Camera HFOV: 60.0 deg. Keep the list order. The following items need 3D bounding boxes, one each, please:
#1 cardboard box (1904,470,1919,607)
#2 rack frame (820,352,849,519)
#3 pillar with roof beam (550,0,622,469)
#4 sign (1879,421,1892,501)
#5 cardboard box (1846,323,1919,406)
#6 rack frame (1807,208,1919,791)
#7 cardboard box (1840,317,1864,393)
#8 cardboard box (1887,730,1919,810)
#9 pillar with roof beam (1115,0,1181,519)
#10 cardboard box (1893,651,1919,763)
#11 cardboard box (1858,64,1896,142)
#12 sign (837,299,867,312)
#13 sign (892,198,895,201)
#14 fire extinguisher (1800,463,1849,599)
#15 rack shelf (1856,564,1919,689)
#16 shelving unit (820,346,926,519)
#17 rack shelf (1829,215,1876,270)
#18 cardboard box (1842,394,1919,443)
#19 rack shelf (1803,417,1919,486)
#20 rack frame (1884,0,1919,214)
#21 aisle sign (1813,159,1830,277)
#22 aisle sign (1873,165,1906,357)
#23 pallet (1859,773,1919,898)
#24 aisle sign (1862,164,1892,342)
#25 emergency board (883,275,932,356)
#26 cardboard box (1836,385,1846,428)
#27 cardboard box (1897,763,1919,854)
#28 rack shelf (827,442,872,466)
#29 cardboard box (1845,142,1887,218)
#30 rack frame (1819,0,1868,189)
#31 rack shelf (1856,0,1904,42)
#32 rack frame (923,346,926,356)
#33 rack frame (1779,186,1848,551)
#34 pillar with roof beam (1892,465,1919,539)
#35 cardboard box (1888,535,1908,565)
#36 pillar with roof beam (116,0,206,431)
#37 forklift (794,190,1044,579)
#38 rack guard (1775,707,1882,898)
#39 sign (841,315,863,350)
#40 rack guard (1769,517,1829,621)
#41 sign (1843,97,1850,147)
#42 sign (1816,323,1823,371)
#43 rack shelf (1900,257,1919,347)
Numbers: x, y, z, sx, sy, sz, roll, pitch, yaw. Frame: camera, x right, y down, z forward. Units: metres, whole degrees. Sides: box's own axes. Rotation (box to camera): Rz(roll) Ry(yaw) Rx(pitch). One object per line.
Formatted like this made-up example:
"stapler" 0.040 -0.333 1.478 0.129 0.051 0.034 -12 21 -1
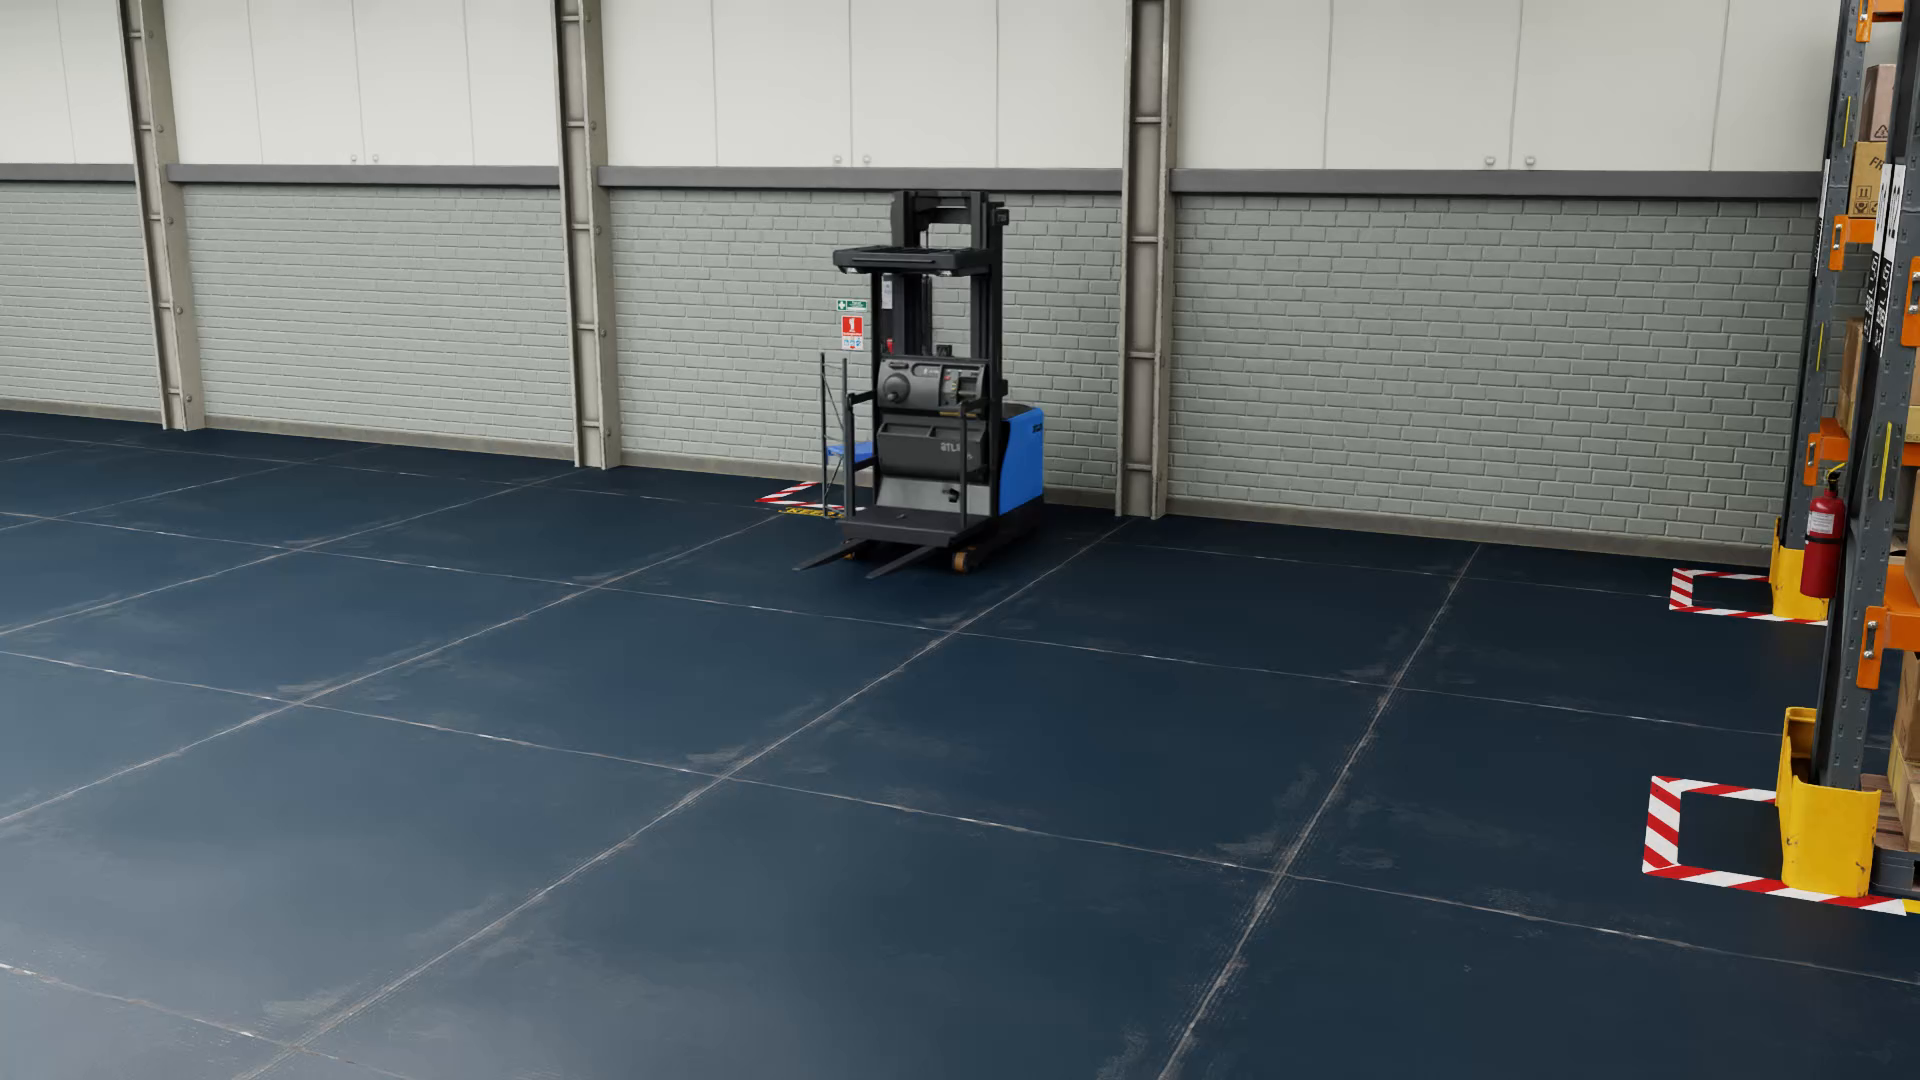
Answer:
"cardboard box" 4.571 0.008 7.438 0.500 0.500 0.700 6 14 23
"rack frame" -1.114 -0.892 14.771 0.032 1.500 0.500 -7 15 -28
"pillar with roof beam" -5.572 -4.272 12.764 0.400 9.000 9.100 6 14 23
"sign" 3.919 -0.334 7.045 0.005 0.325 0.100 6 14 23
"cardboard box" 6.467 -1.219 11.529 0.500 0.500 0.500 6 14 23
"rack frame" 4.149 0.010 7.644 0.127 3.000 1.000 6 14 23
"cardboard box" 6.670 -1.327 11.988 0.500 0.500 0.500 6 14 23
"cardboard box" 4.759 1.132 7.962 0.500 0.250 0.500 6 14 23
"pillar with roof beam" -0.087 -3.717 10.398 0.400 9.000 9.100 6 14 23
"cardboard box" 4.760 0.767 7.878 0.500 0.500 0.500 6 14 23
"cardboard box" 6.406 -2.944 11.217 0.500 0.500 0.500 5 14 19
"sign" -1.050 -2.278 16.159 0.331 0.109 0.001 6 14 23
"sign" -0.554 -3.082 15.751 0.199 0.298 0.001 6 14 23
"fire extinguisher" 4.229 -0.060 8.113 0.183 0.674 0.296 6 14 23
"rack shelf" 5.978 0.546 6.938 4.000 0.370 1.077 6 14 23
"shelving unit" -0.671 -0.949 15.014 1.048 1.500 0.538 -7 15 -28
"rack shelf" 7.981 -1.950 11.006 4.000 0.370 1.077 6 14 23
"cardboard box" 6.470 -0.850 11.595 0.500 0.250 0.500 5 14 22
"rack shelf" 7.981 -0.489 11.349 4.000 0.370 1.077 6 14 23
"rack frame" 4.149 -2.910 6.959 0.127 3.000 1.000 6 14 23
"aisle sign" 5.965 -2.234 11.520 0.004 0.787 0.394 6 14 23
"aisle sign" 3.965 -1.197 7.101 0.004 0.787 0.394 6 14 23
"pallet" 4.866 1.430 7.699 1.213 0.211 1.003 6 14 23
"aisle sign" 4.208 -1.323 7.635 0.004 0.787 0.394 6 14 23
"emergency board" -0.587 -1.932 15.924 0.643 1.169 0.194 6 14 23
"cardboard box" 6.658 -0.959 12.058 0.500 0.250 0.500 6 14 24
"cardboard box" 4.550 1.241 7.501 0.500 0.250 0.500 6 14 23
"rack shelf" -0.671 -0.773 15.055 1.000 0.185 0.538 -7 15 -28
"cardboard box" 6.357 -2.460 11.345 0.500 0.500 0.500 6 15 25
"rack frame" 6.152 -3.945 11.370 0.127 3.000 1.000 6 14 23
"rack shelf" 7.981 -3.408 10.664 4.000 0.370 1.077 6 14 23
"rack frame" -0.228 -1.005 15.256 0.032 1.500 0.500 -7 15 -28
"rack frame" 6.152 -1.025 12.055 0.127 3.000 1.000 6 14 23
"pillar with roof beam" 5.399 -3.162 8.032 0.400 9.000 9.100 6 14 23
"cardboard box" 6.749 0.153 11.959 0.500 0.311 0.500 4 14 17
"pillar with roof beam" -11.058 -4.828 15.130 0.400 9.000 9.100 6 14 23
"forklift" -0.318 -1.280 13.296 1.130 2.935 3.031 6 14 23
"rack guard" 4.127 1.225 7.939 0.348 0.500 1.175 6 14 23
"sign" -1.051 -2.022 16.229 0.234 0.329 0.001 6 14 23
"rack guard" 6.222 0.199 12.311 0.348 0.500 1.175 6 14 23
"sign" 5.933 -2.797 11.130 0.005 0.325 0.100 6 14 23
"sign" 5.933 -1.333 11.473 0.005 0.325 0.100 6 14 23
"rack shelf" 5.978 -0.915 6.595 4.000 0.370 1.077 6 14 23
